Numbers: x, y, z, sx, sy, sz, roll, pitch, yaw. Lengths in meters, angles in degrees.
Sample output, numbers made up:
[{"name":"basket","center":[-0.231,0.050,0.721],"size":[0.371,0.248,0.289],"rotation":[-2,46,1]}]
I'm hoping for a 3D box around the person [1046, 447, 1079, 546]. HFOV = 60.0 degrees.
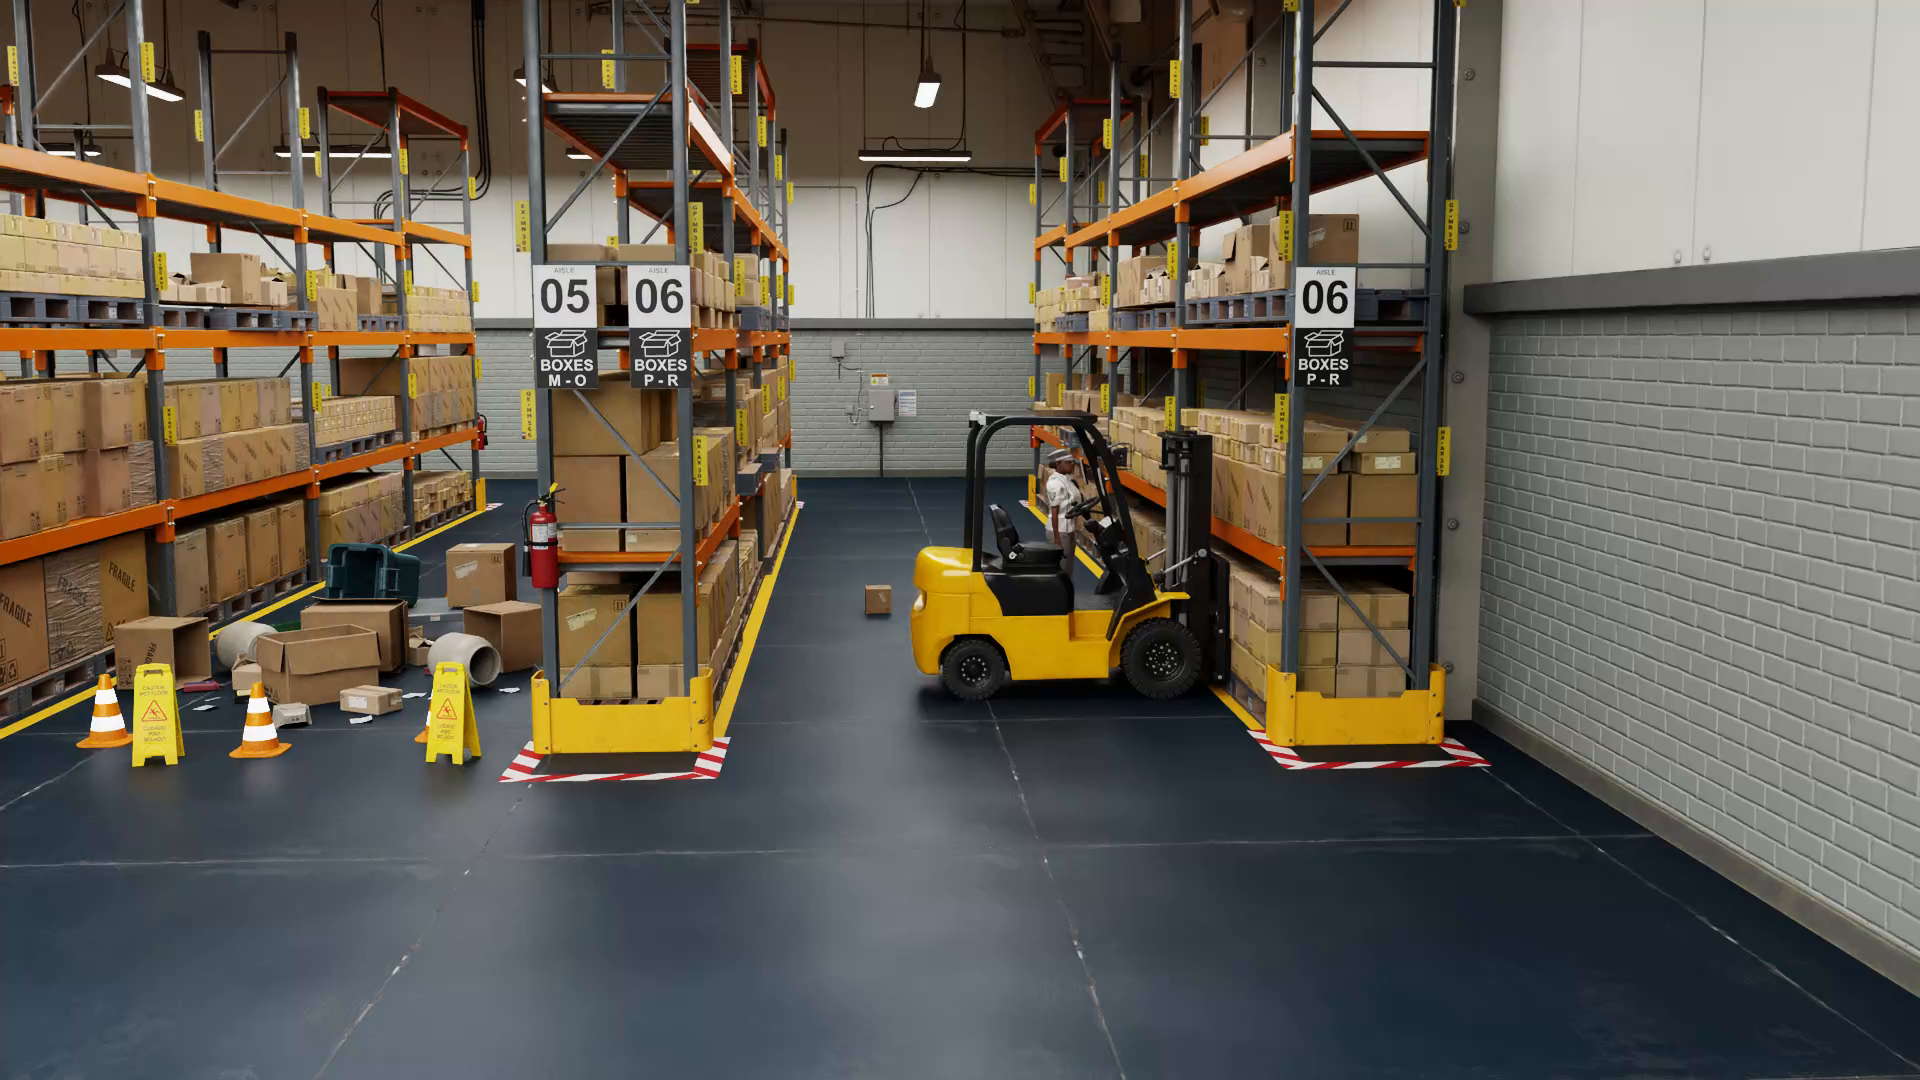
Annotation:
[{"name":"person","center":[0.992,-0.411,16.071],"size":[0.308,0.983,0.437],"rotation":[2,7,19]}]
